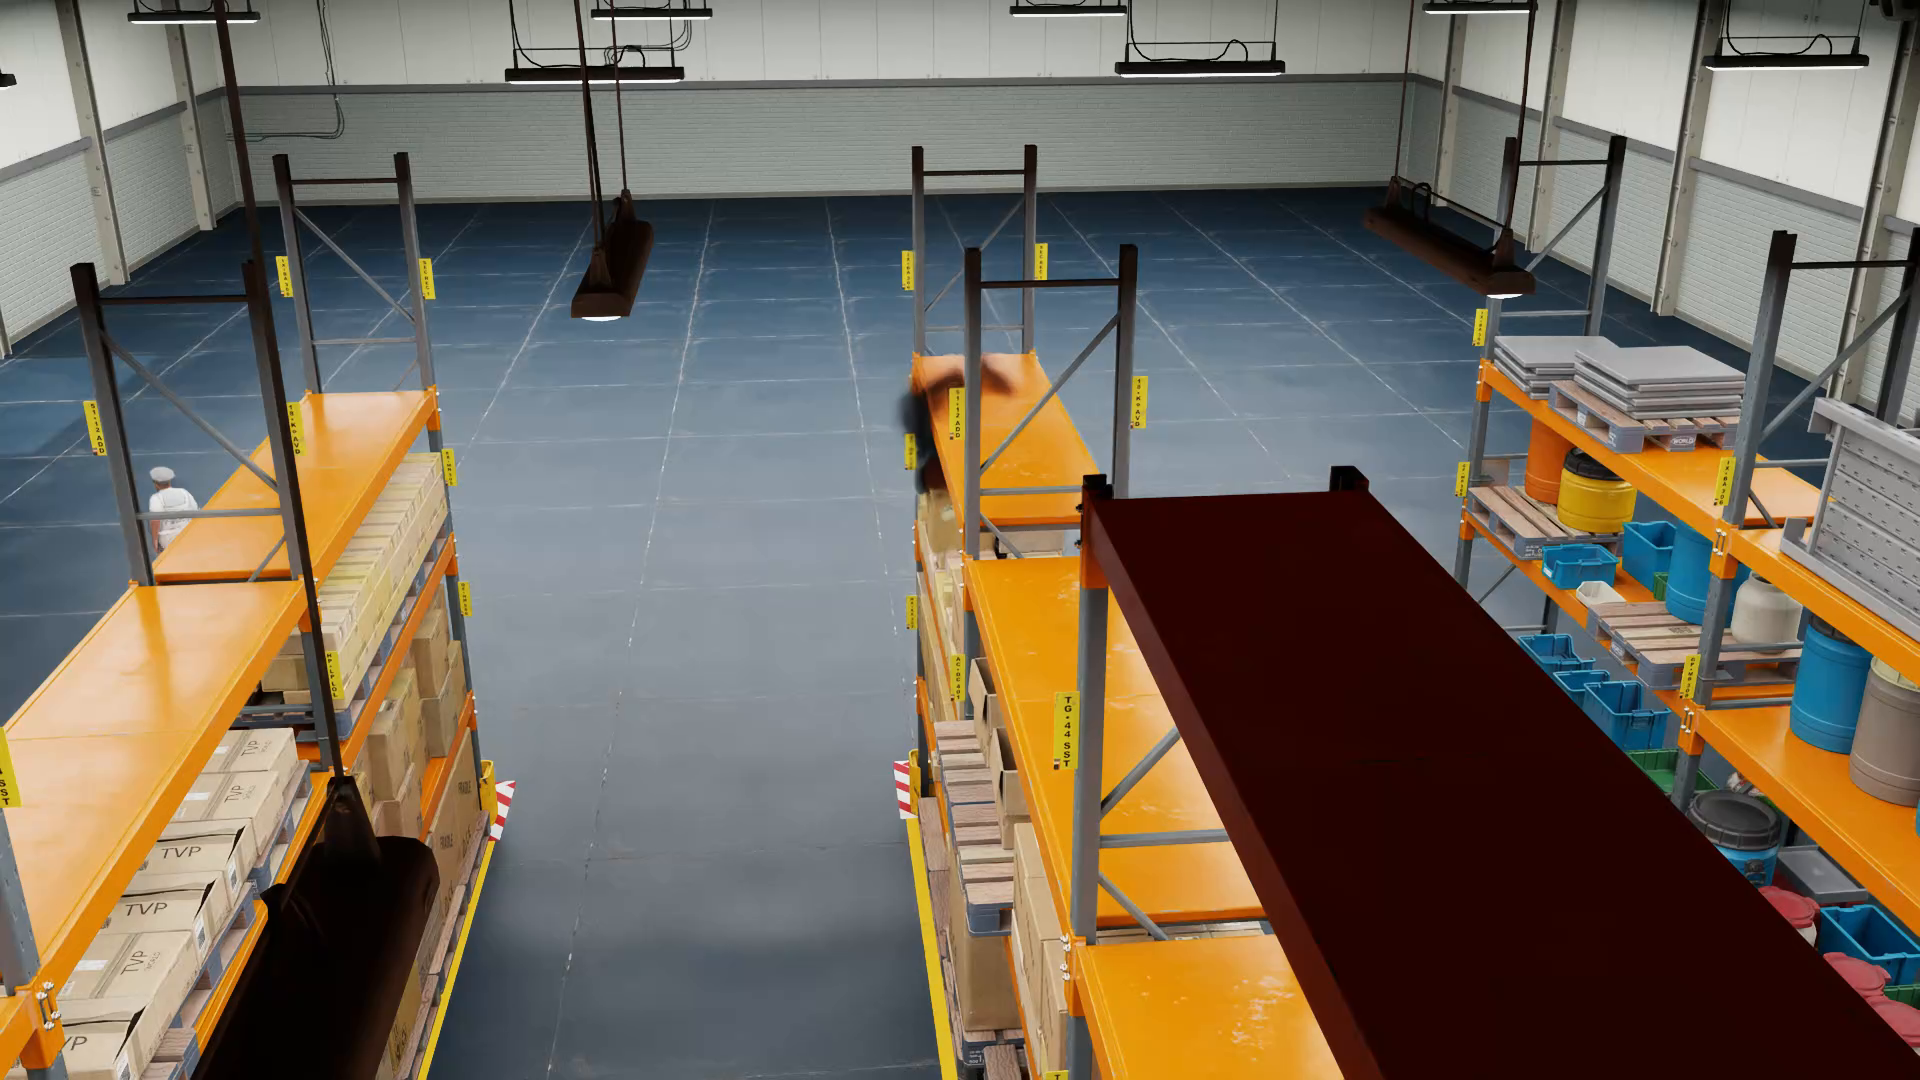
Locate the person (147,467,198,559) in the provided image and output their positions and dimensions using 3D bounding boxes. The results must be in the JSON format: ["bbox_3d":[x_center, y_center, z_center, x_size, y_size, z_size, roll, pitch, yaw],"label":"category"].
[{"bbox_3d":[-8.982,0.071,19.107,0.878,1.832,0.687,16,27,35],"label":"person"}]

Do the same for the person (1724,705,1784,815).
[{"bbox_3d":[6.670,2.109,13.901,0.608,1.833,0.855,-1,22,-3],"label":"person"}]
